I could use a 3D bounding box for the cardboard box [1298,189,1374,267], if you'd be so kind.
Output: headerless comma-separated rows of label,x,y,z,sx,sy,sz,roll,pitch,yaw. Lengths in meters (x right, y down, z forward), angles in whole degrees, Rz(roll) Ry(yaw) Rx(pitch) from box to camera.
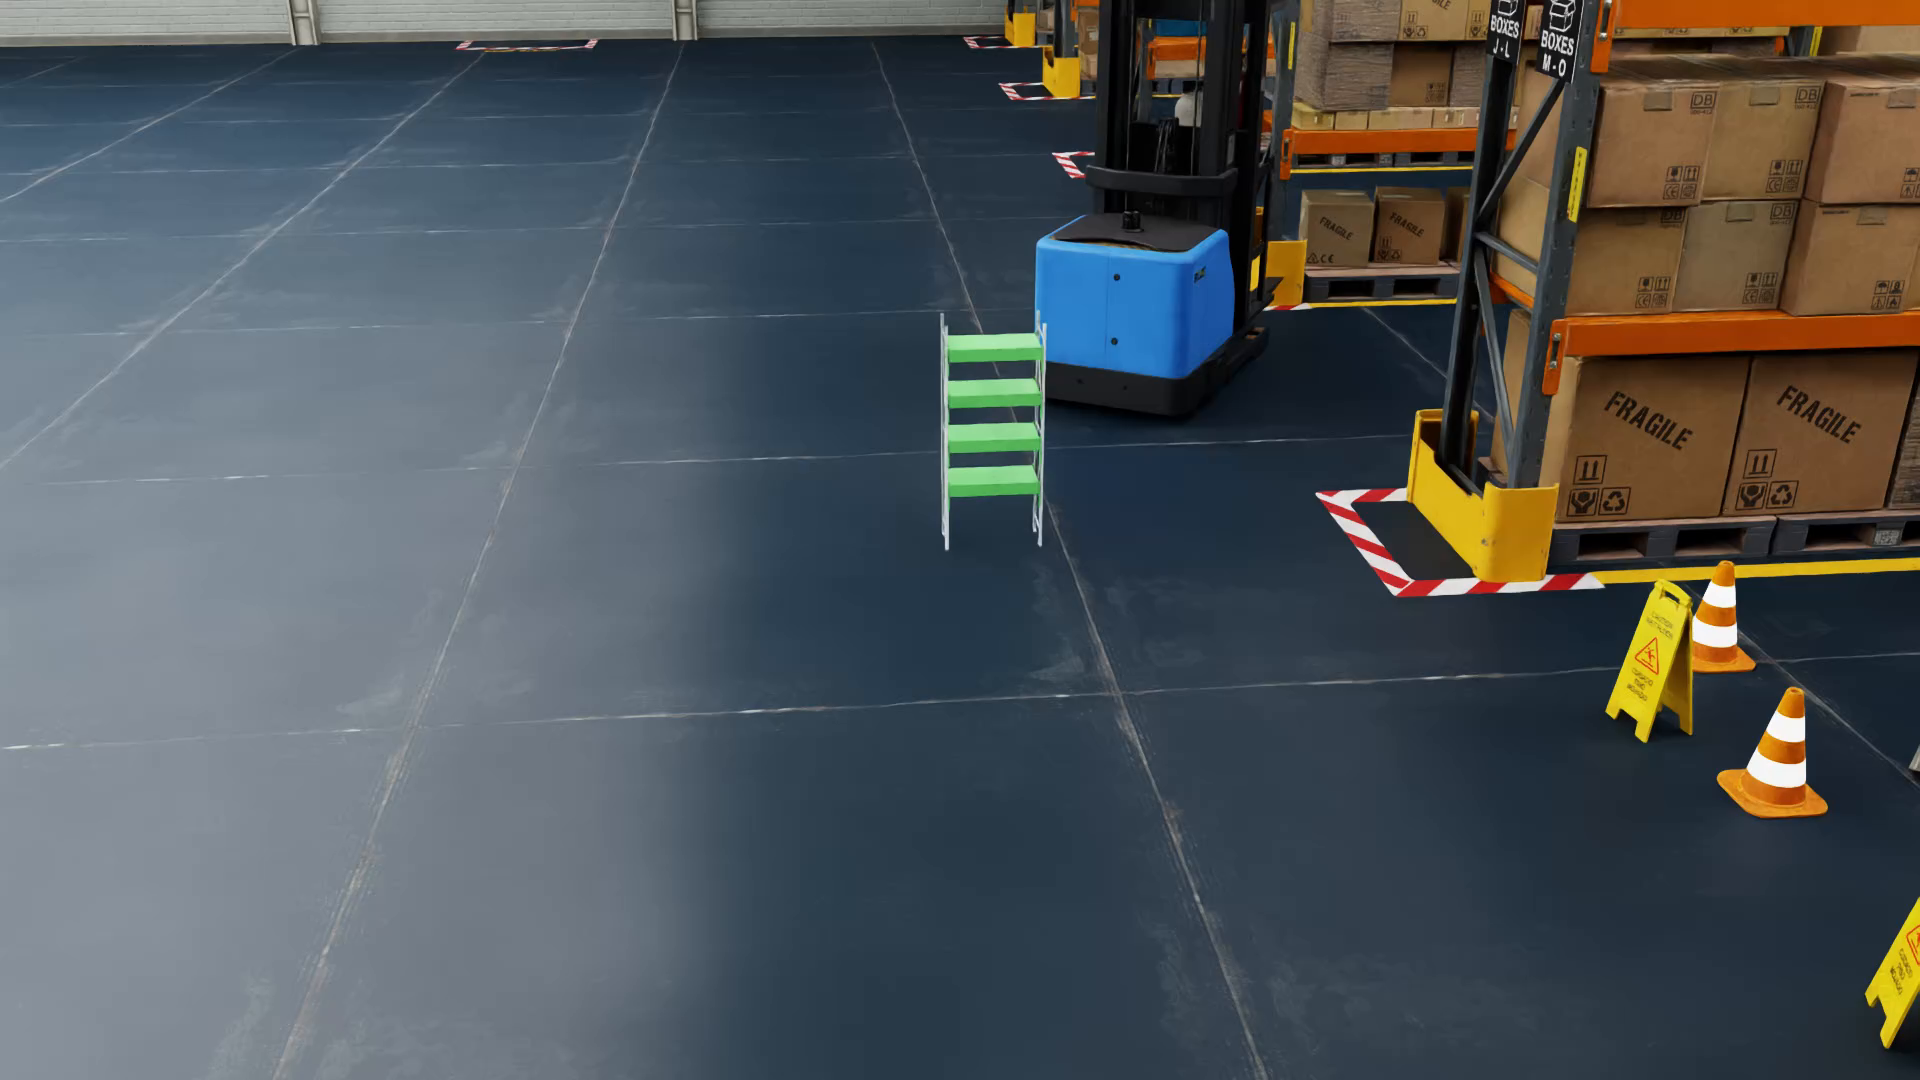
cardboard box,2.971,-2.475,13.185,0.500,0.500,0.500,2,24,5

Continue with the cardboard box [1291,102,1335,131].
cardboard box,2.655,-3.207,12.581,0.250,0.149,0.380,-2,24,-5

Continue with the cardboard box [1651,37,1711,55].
cardboard box,5.374,-3.749,13.003,0.500,0.500,0.875,-2,24,-5

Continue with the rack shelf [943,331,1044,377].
rack shelf,0.165,-0.935,8.352,0.480,0.148,0.258,-2,24,-5

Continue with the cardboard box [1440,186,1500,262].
cardboard box,4.187,-2.530,13.309,0.500,0.500,0.500,0,24,0

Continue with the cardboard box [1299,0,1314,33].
cardboard box,2.871,-4.167,12.712,0.500,0.500,0.500,-2,24,-5

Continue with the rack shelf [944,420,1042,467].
rack shelf,0.165,-0.496,8.547,0.480,0.148,0.258,-2,24,-5

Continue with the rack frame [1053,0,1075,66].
rack frame,1.378,-7.411,21.730,0.127,3.000,1.000,-2,24,-5

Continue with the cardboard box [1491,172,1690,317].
cardboard box,3.100,-1.500,8.246,0.550,0.550,0.875,-2,24,-5

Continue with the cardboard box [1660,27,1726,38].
cardboard box,5.410,-4.055,12.460,0.500,0.500,0.500,-2,24,-5

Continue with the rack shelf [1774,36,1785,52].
rack shelf,7.832,-5.319,17.911,4.000,0.370,1.077,-2,24,-5

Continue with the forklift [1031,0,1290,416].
forklift,1.541,-2.674,11.158,1.130,2.935,3.031,11,26,23

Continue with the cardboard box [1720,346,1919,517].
cardboard box,4.279,-0.709,8.750,0.875,0.875,0.875,-3,24,-6

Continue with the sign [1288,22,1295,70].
sign,2.401,-3.583,12.052,0.005,0.325,0.100,-2,24,-5

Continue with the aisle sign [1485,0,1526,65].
aisle sign,2.635,-2.704,7.940,0.004,0.787,0.394,-2,24,-5

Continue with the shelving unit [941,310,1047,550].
shelving unit,0.165,-0.555,8.521,0.503,1.200,0.258,-2,24,-5

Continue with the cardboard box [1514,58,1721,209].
cardboard box,3.108,-1.959,7.950,0.550,0.550,0.875,-2,24,-5

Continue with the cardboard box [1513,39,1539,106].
cardboard box,4.384,-3.685,12.859,0.500,0.500,0.875,-2,24,-5

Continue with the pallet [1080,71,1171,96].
pallet,2.135,-6.184,22.403,1.213,0.211,1.003,-2,24,-5

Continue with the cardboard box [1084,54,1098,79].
cardboard box,1.933,-6.278,22.049,0.500,0.250,0.500,-2,24,-5

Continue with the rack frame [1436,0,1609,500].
rack frame,2.735,-1.398,8.202,0.127,3.000,1.000,-2,24,-5

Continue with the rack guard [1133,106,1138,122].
rack guard,1.932,-4.288,17.783,0.348,0.500,1.175,-2,24,-5

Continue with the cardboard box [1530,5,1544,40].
cardboard box,4.415,-4.017,12.374,0.500,0.500,0.500,-2,24,-5

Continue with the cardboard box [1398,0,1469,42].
cardboard box,3.420,-3.974,12.278,0.500,0.500,0.500,-2,24,-5

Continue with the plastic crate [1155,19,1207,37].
plastic crate,2.330,-5.482,17.573,0.616,0.251,0.499,-2,24,-5

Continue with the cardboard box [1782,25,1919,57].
cardboard box,7.133,-4.008,12.818,1.000,1.000,1.000,-2,24,-5

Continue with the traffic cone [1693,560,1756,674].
traffic cone,3.403,0.314,7.474,0.334,0.463,0.336,-2,24,-5

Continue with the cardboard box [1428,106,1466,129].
cardboard box,3.652,-3.239,12.652,0.250,0.149,0.380,-2,24,-5

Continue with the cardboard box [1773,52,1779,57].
cardboard box,10.840,-6.733,22.741,0.500,0.500,0.500,-3,24,-6

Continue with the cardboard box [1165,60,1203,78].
cardboard box,2.928,-6.319,22.142,0.500,0.250,0.500,-2,24,-5

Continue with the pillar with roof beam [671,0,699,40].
pillar with roof beam,-4.049,-10.552,21.412,0.400,9.000,9.100,-2,24,-5

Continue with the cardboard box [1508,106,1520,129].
cardboard box,4.157,-3.228,12.628,0.250,0.149,0.380,-2,24,-5

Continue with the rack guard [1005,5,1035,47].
rack guard,0.963,-8.274,26.749,0.348,0.500,1.175,-2,24,-5

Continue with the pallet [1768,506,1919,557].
pallet,4.734,-0.235,9.018,1.213,0.211,1.003,-2,24,-5

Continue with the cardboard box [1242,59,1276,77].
cardboard box,3.924,-6.357,22.228,0.500,0.250,0.500,-2,24,-5

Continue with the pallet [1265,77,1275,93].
pallet,4.563,-6.282,22.623,1.213,0.211,1.003,-2,24,-5

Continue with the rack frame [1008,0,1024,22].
rack frame,0.887,-9.413,26.235,0.127,3.000,1.000,-2,24,-5

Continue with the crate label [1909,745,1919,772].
crate label,3.952,0.877,6.609,0.298,0.136,0.250,-16,29,-32

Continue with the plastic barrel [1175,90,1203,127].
plastic barrel,2.509,-4.521,17.774,0.421,0.512,0.421,0,24,0

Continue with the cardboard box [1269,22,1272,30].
cardboard box,3.923,-6.705,22.087,0.500,0.500,0.500,-2,24,-5

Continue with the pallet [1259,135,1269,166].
pallet,2.741,-4.187,17.910,1.213,0.211,1.003,-2,24,-5

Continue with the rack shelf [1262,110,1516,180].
rack shelf,4.338,-3.158,13.047,4.000,0.370,1.077,-2,24,-5

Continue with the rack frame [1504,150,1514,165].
rack frame,5.842,-5.568,17.585,0.127,3.000,1.000,-2,24,-5

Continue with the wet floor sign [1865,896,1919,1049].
wet floor sign,3.028,1.250,5.144,0.232,0.644,0.267,6,25,13

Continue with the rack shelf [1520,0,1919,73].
rack shelf,4.725,-2.520,7.918,4.000,0.370,1.077,-2,24,-5

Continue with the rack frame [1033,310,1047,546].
rack frame,0.408,-0.565,8.543,0.015,1.200,0.240,-2,24,-5

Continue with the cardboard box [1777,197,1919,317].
cardboard box,4.214,-1.502,8.251,0.550,0.550,0.875,-2,24,-5

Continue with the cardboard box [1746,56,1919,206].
cardboard box,4.217,-1.986,8.010,0.550,0.550,0.875,-2,24,-5

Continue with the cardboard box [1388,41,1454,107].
cardboard box,3.384,-3.668,12.819,0.500,0.500,0.875,-2,24,-5

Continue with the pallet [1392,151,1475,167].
pallet,5.169,-4.284,18.129,1.213,0.211,1.003,-2,24,-5

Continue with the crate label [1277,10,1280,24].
crate label,3.666,-5.608,17.630,0.616,0.435,0.502,-2,24,-5

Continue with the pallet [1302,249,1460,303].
pallet,3.235,-2.154,13.335,1.213,0.211,1.003,-2,24,-5

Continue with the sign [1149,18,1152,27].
sign,1.911,-5.313,16.669,0.005,0.325,0.100,-2,24,-5

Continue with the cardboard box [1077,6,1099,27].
cardboard box,2.152,-8.399,26.723,0.500,0.311,0.500,0,24,-1

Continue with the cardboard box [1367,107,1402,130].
cardboard box,3.156,-3.213,12.595,0.250,0.149,0.380,-2,24,-5
